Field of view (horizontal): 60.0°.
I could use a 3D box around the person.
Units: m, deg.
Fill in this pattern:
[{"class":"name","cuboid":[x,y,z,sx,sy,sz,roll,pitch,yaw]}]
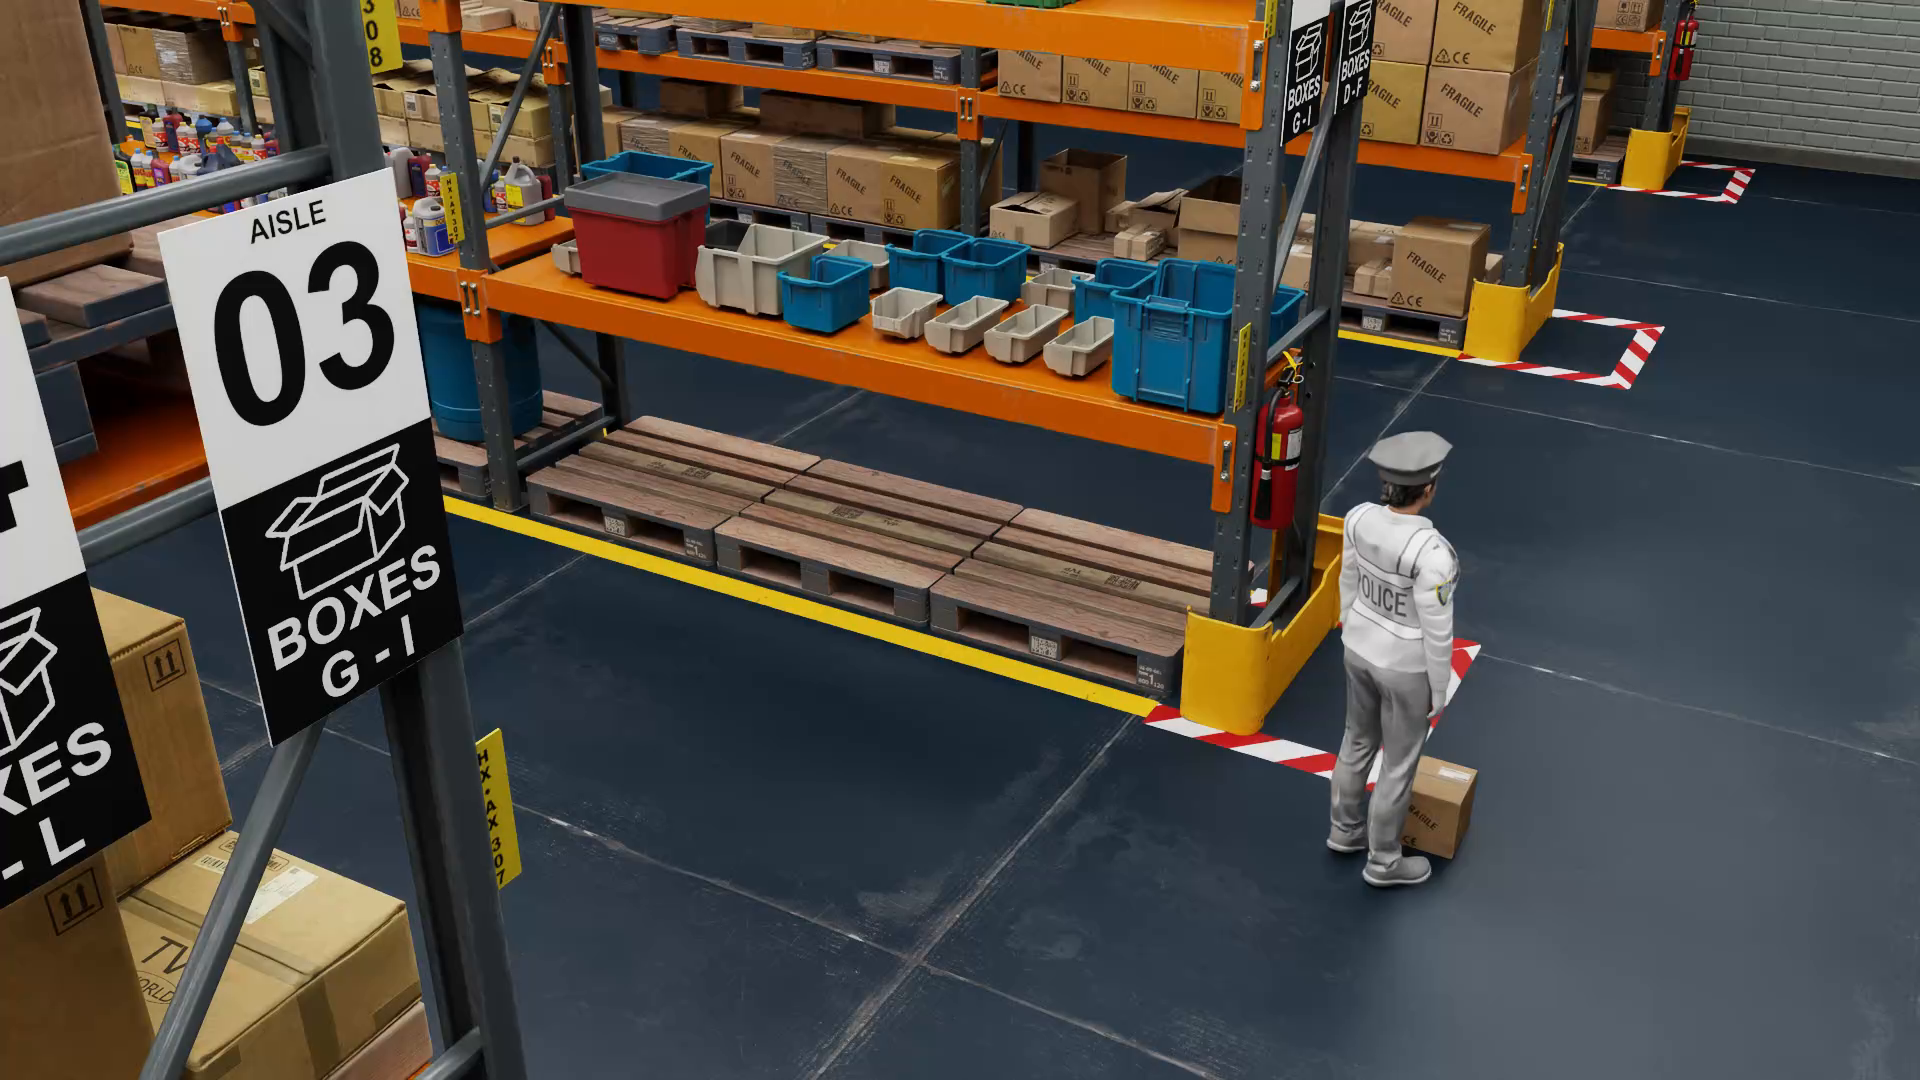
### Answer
[{"class":"person","cuboid":[1.500,0.445,5.771,0.331,1.725,0.498,-14,30,-26]}]
